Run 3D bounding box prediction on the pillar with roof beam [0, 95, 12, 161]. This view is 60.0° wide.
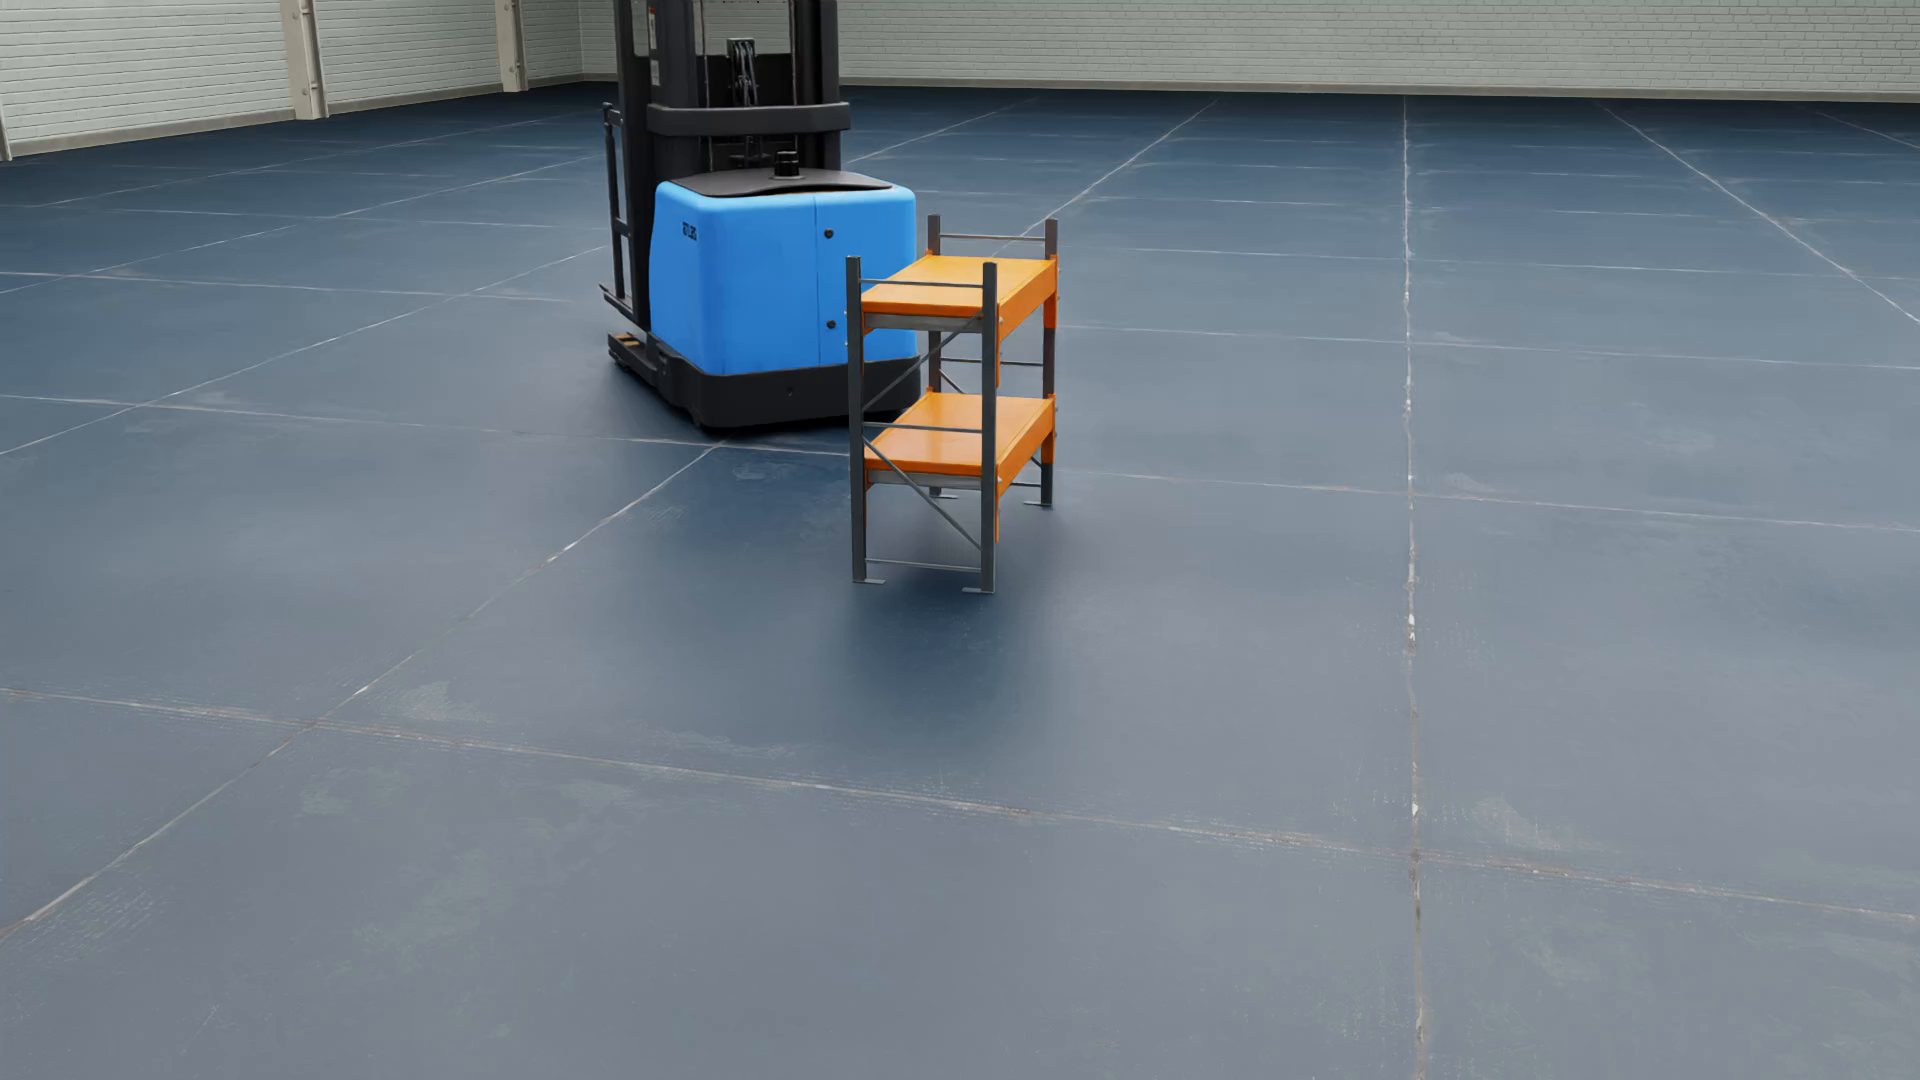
[{"bbox_3d":[-6.657,-8.131,16.072,9.100,9.000,0.400,5,19,13],"label":"pillar with roof beam"}]

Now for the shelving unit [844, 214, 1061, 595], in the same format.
[{"bbox_3d":[-0.002,-0.530,6.000,0.538,1.125,1.048,5,19,13],"label":"shelving unit"}]

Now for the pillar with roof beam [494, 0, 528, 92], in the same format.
[{"bbox_3d":[-3.725,-11.893,27.084,9.100,9.000,0.400,5,19,13],"label":"pillar with roof beam"}]

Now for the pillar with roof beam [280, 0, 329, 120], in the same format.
[{"bbox_3d":[-5.191,-10.012,21.578,9.100,9.000,0.400,5,19,13],"label":"pillar with roof beam"}]

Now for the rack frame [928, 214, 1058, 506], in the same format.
[{"bbox_3d":[0.123,-0.690,6.466,0.500,1.125,0.032,5,19,13],"label":"rack frame"}]

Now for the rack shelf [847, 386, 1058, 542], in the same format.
[{"bbox_3d":[-0.002,-0.299,6.079,0.538,0.278,1.000,5,19,13],"label":"rack shelf"}]

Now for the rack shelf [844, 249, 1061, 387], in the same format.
[{"bbox_3d":[-0.002,-0.807,5.905,0.538,0.278,1.000,5,19,13],"label":"rack shelf"}]

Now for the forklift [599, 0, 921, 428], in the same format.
[{"bbox_3d":[-1.247,-2.324,8.457,1.130,2.935,3.031,-8,21,-23],"label":"forklift"}]

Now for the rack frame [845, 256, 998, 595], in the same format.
[{"bbox_3d":[-0.126,-0.371,5.533,0.500,1.125,0.032,5,19,13],"label":"rack frame"}]
